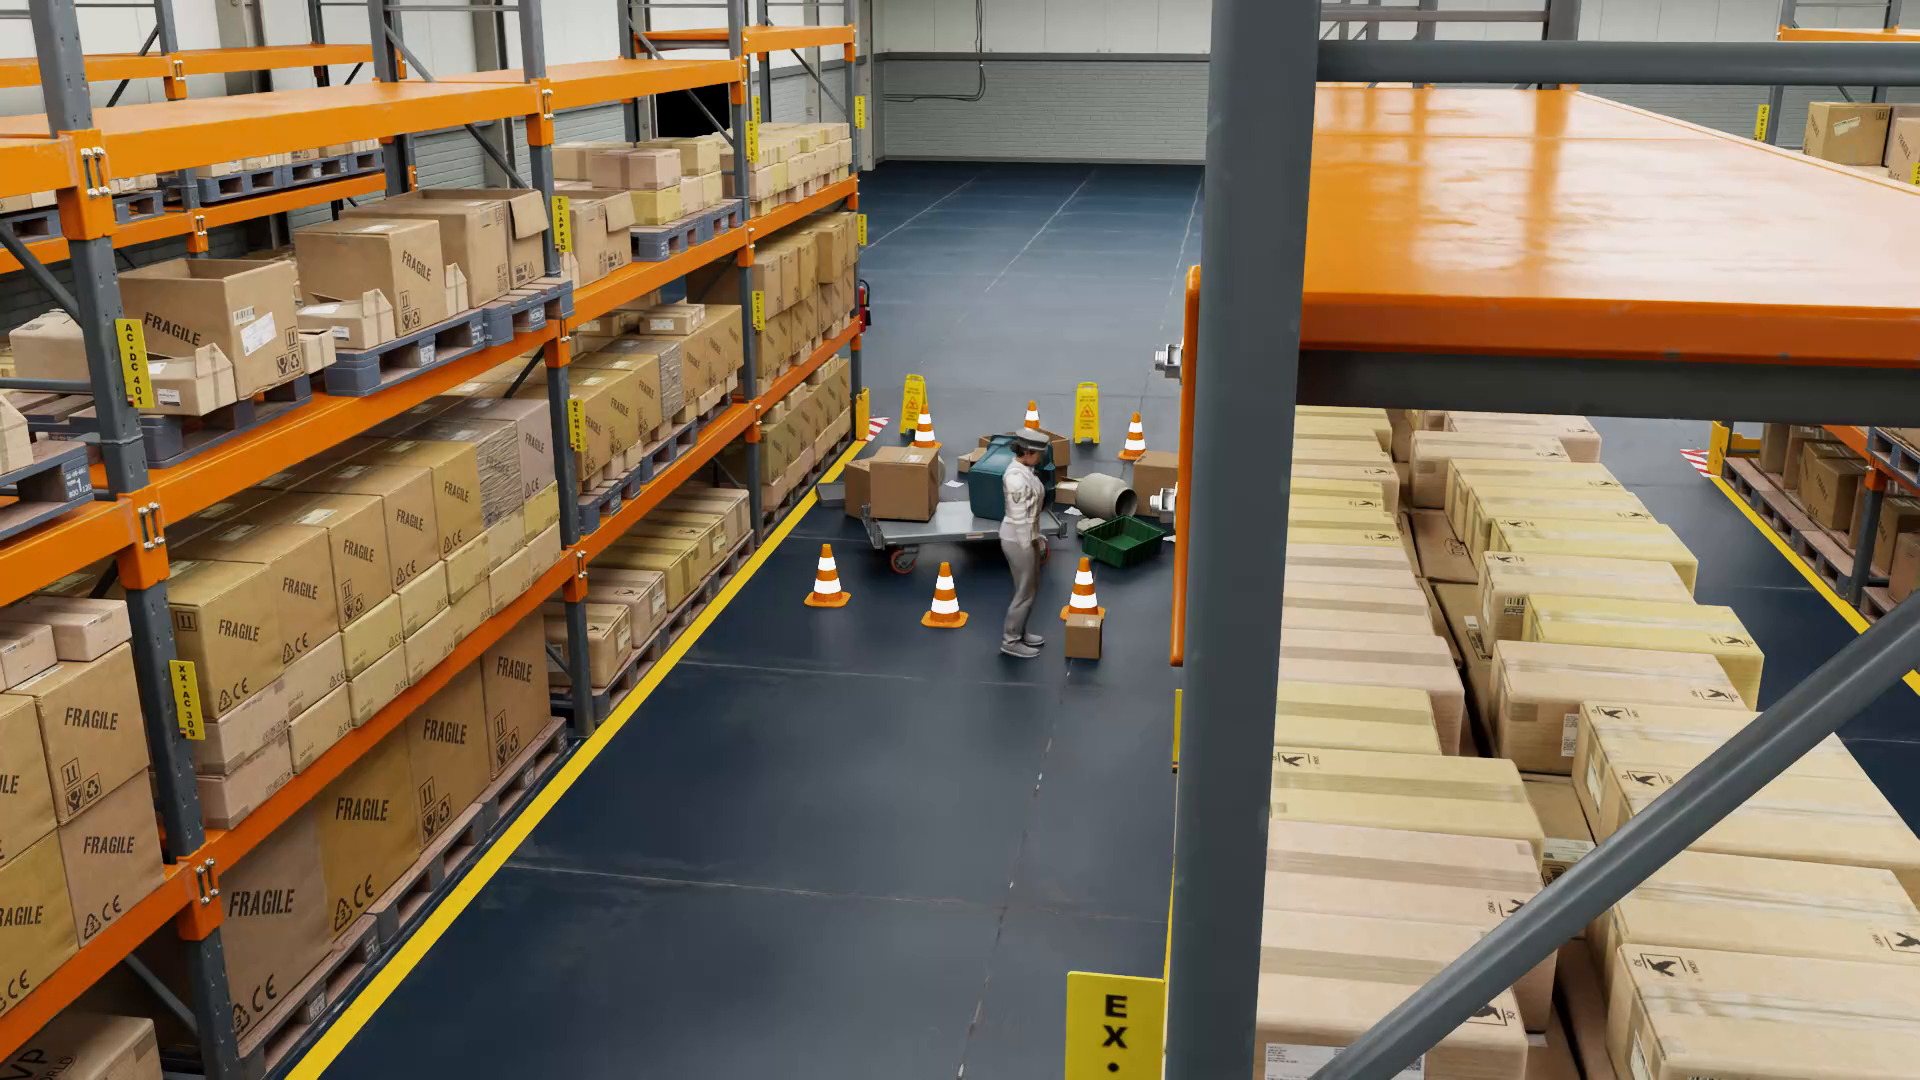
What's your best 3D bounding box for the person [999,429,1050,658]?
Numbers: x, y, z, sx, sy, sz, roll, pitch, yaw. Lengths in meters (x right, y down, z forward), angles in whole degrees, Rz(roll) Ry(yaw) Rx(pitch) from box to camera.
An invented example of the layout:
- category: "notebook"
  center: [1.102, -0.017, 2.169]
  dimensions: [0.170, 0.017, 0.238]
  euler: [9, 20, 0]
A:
- category: "person"
  center: [0.463, 0.011, 12.052]
  dimensions: [0.352, 1.660, 0.479]
  euler: [3, 18, 10]
